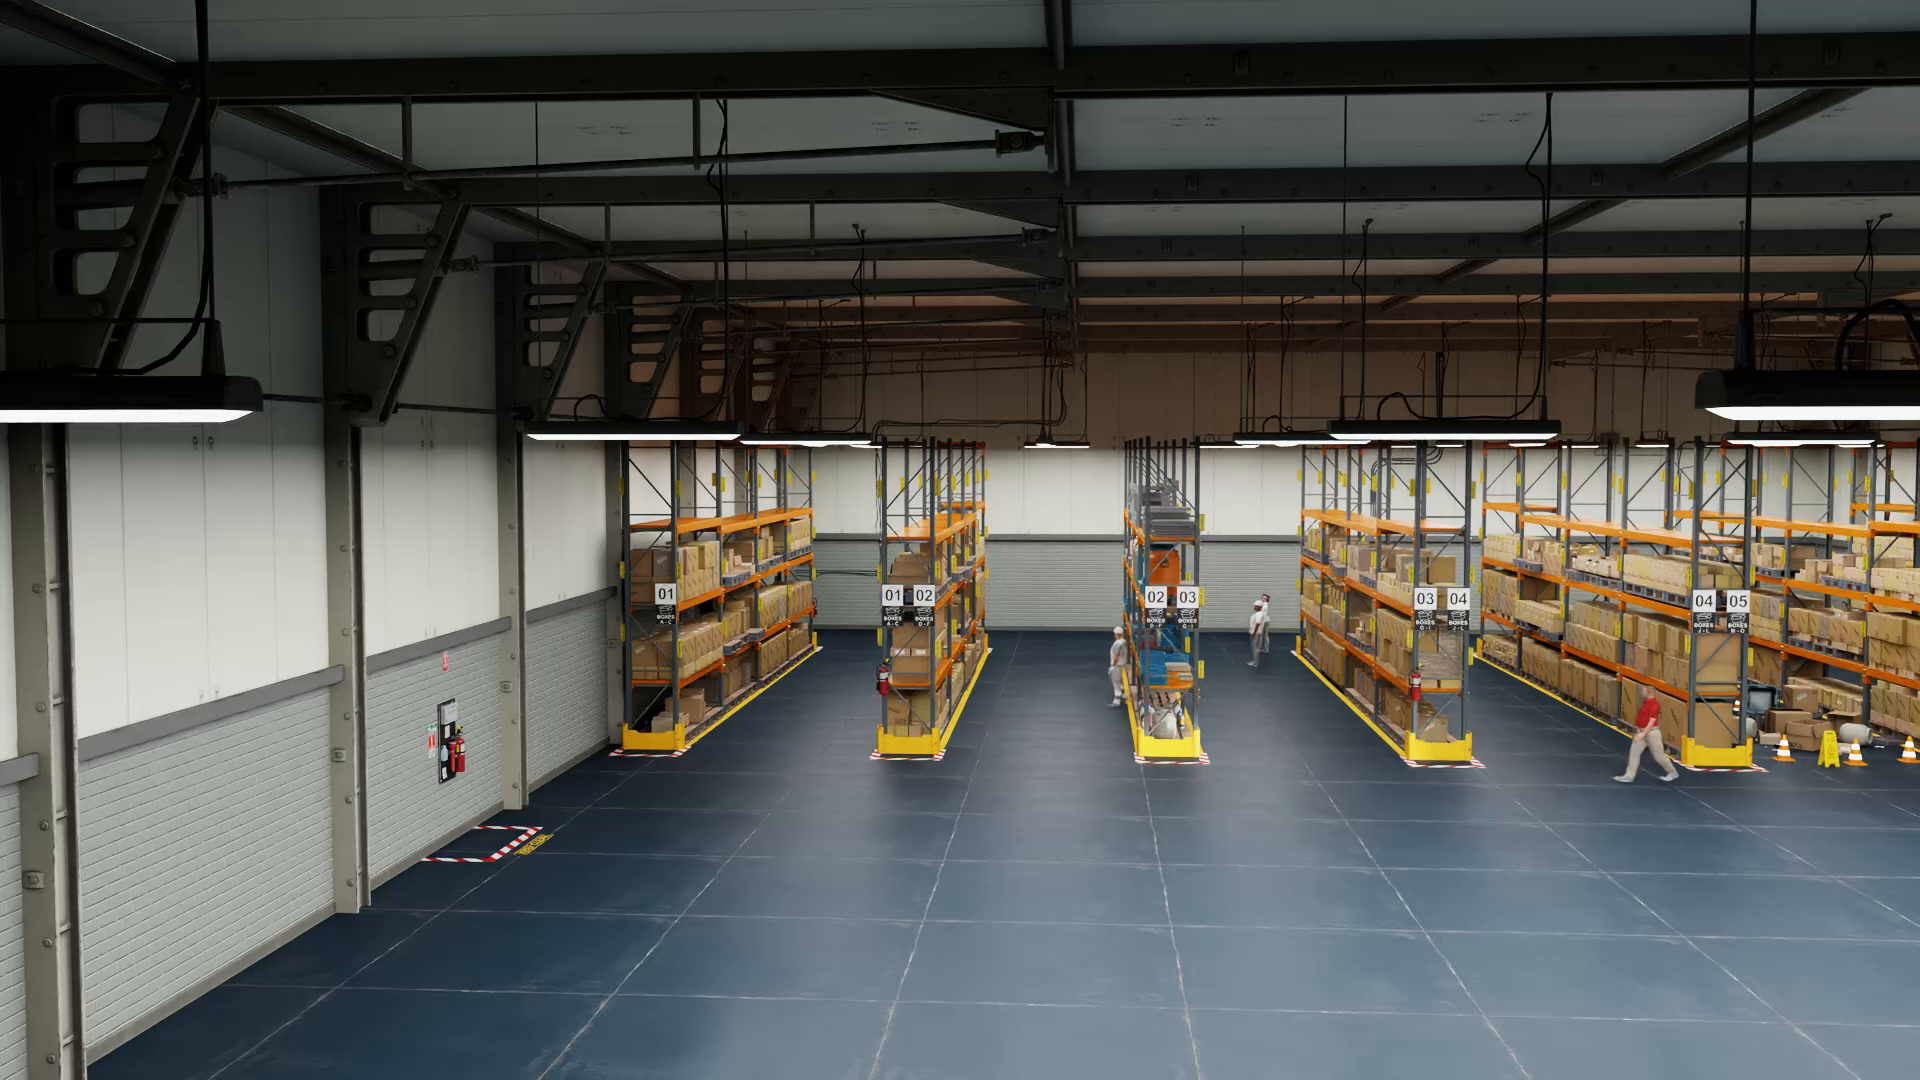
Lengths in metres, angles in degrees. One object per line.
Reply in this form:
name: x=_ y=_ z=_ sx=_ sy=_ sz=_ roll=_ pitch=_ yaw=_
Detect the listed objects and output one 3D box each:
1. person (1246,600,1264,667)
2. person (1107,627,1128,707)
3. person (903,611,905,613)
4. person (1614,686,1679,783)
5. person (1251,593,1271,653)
person: x=7.813 y=2.482 z=44.185 sx=0.549 sy=1.768 sz=0.601 roll=1 pitch=3 yaw=24
person: x=3.543 y=2.832 z=37.242 sx=0.443 sy=1.793 sz=0.628 roll=1 pitch=3 yaw=11
person: x=-1.591 y=2.181 z=51.001 sx=0.513 sy=1.617 sz=0.464 roll=3 pitch=4 yaw=43
person: x=11.820 y=3.348 z=28.580 sx=1.026 sy=1.685 sz=0.489 roll=-1 pitch=3 yaw=-16
person: x=8.587 y=2.354 z=47.268 sx=0.469 sy=1.692 sz=0.516 roll=2 pitch=4 yaw=34
